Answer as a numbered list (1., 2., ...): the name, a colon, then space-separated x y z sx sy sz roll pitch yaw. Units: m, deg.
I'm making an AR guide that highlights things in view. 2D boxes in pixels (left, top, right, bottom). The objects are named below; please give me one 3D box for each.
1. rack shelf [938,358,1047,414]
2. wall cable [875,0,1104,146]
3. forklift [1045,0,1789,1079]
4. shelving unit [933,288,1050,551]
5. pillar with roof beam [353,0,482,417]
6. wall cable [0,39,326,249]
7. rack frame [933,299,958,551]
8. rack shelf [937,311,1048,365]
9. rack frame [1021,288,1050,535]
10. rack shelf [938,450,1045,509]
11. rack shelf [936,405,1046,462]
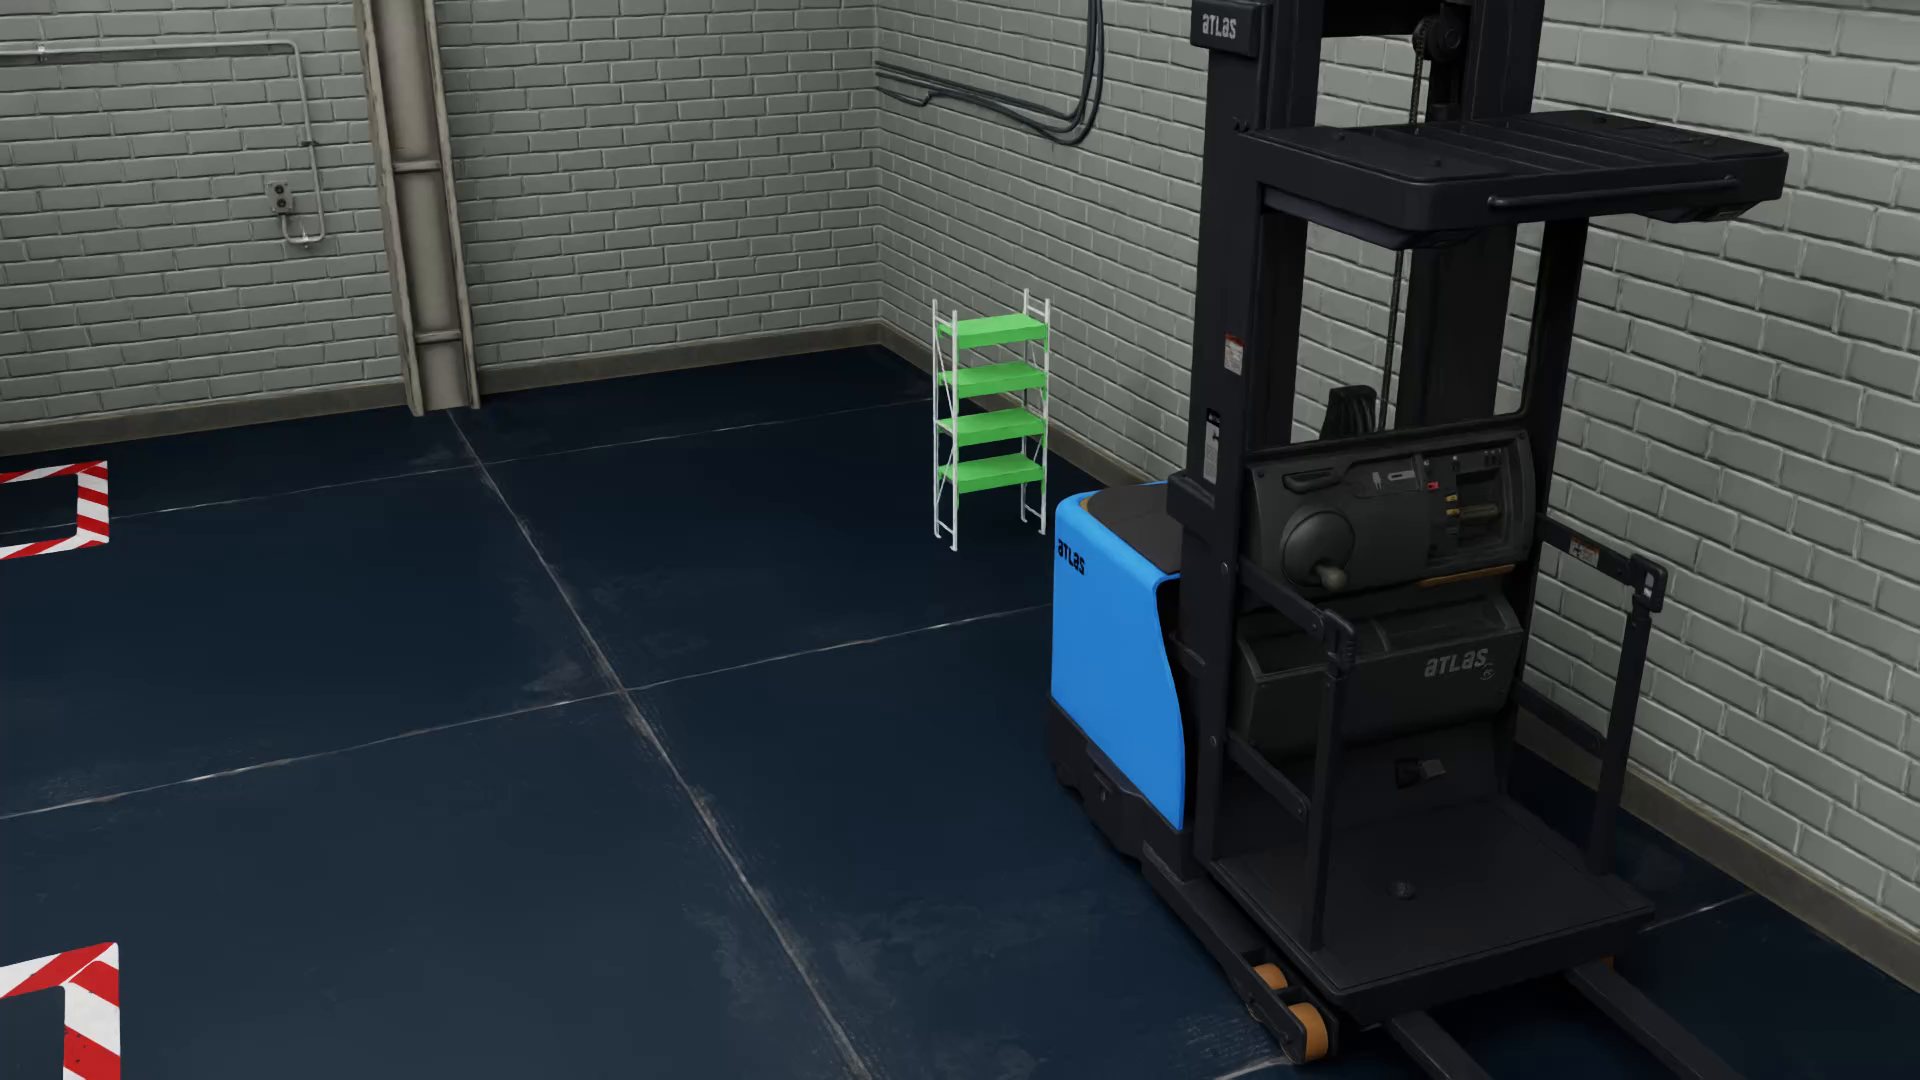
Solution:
1. rack shelf: 0.149 -0.745 8.019 0.480 0.148 0.258 -10 25 -24
2. wall cable: 0.012 -3.622 9.293 0.112 2.526 3.097 -10 25 -24
3. forklift: 1.327 -0.062 4.567 1.130 2.935 3.031 -9 24 -20
4. shelving unit: 0.149 -0.582 8.087 0.503 1.200 0.258 -10 25 -24
5. pillar with roof beam: -1.315 -3.504 4.948 0.400 9.000 9.100 -10 25 -24
6. wall cable: -4.496 -2.477 8.984 1.851 1.984 0.084 -10 25 -24
7. rack frame: -0.071 -0.541 7.989 0.015 1.200 0.240 -10 25 -24
8. rack shelf: 0.149 -0.966 7.928 0.480 0.148 0.258 -10 25 -24
9. rack frame: 0.369 -0.622 8.185 0.015 1.200 0.240 -10 25 -24
10. rack shelf: 0.149 -0.301 8.203 0.480 0.148 0.258 -10 25 -24
11. rack shelf: 0.149 -0.523 8.111 0.480 0.148 0.258 -10 25 -24
